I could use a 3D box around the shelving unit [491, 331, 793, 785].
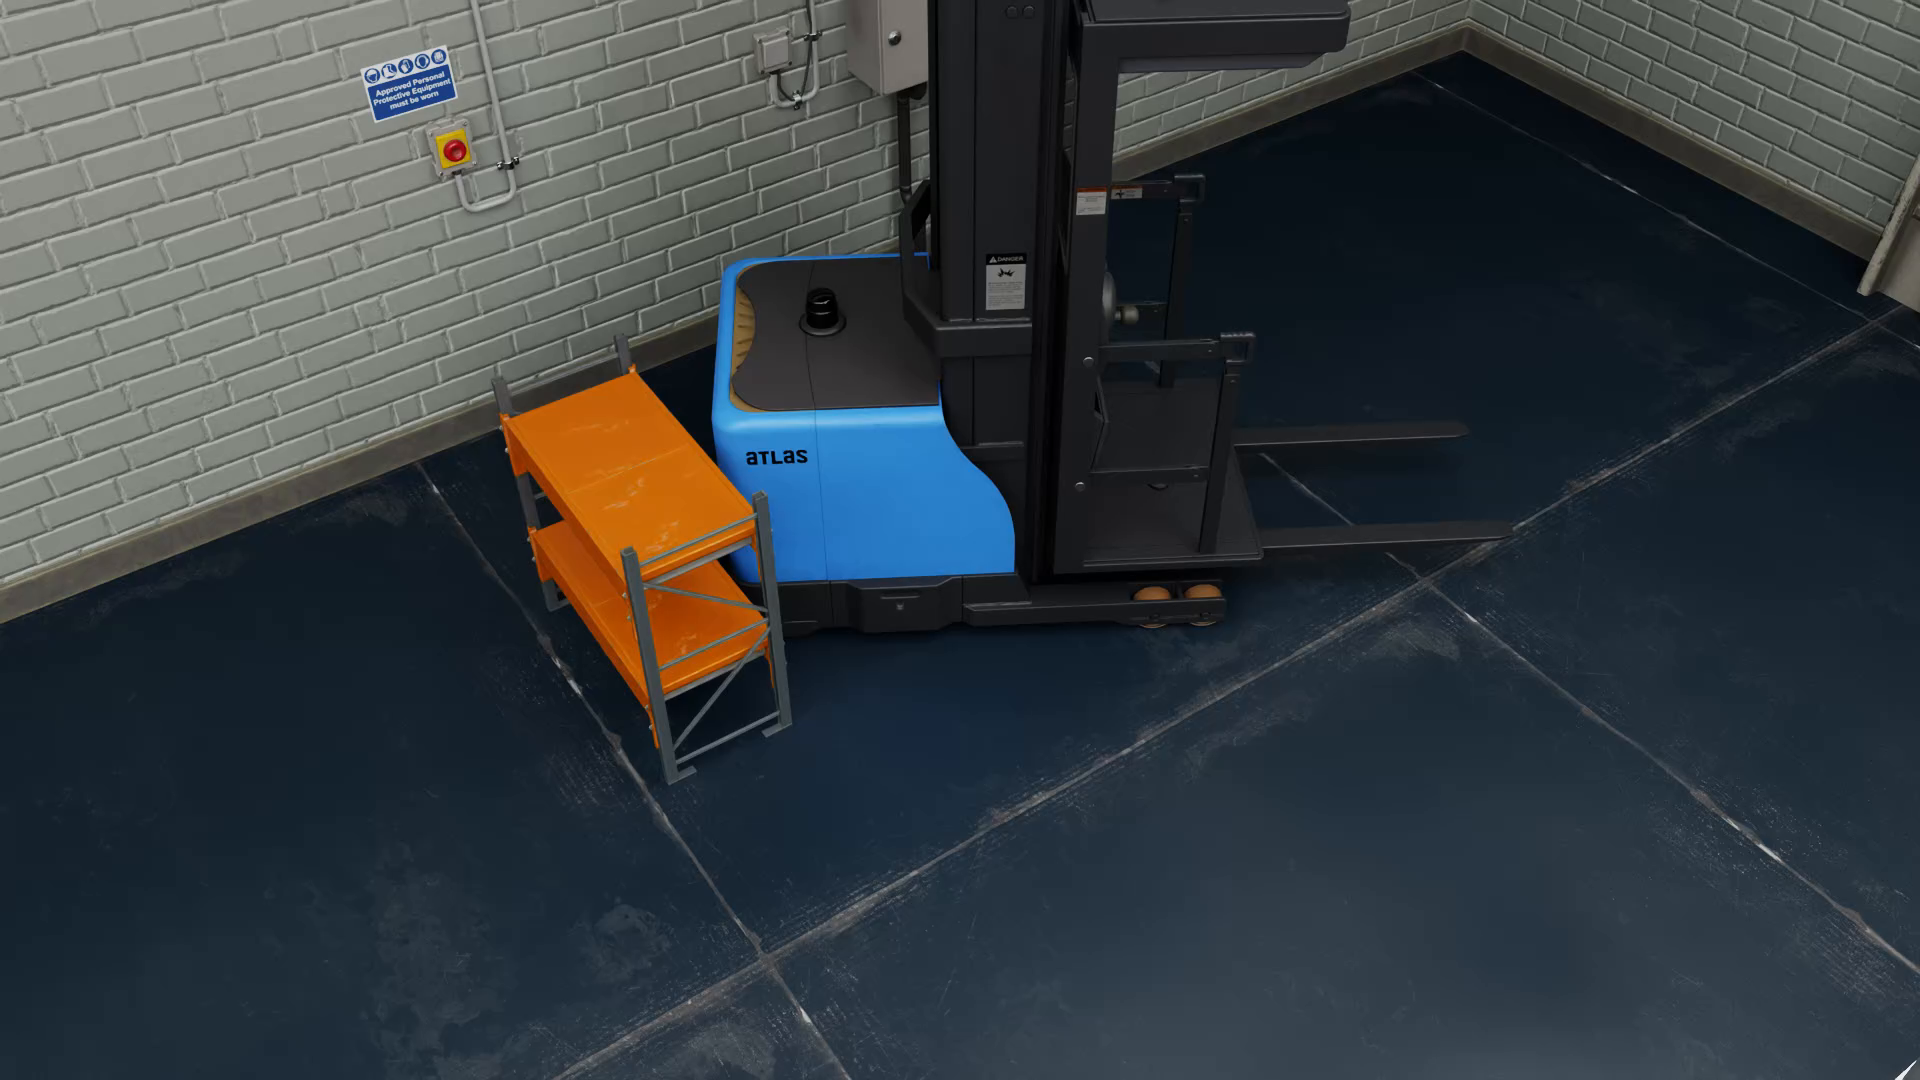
[{"bbox_3d":[-1.109,0.060,5.872,0.538,1.125,1.048,-25,49,-24],"label":"shelving unit"}]

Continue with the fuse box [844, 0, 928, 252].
[{"bbox_3d":[-0.152,-1.854,7.453,0.539,1.711,0.414,-26,49,-24],"label":"fuse box"}]

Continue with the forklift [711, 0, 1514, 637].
[{"bbox_3d":[0.621,-1.087,5.766,3.031,2.935,1.130,-2,44,-3],"label":"forklift"}]

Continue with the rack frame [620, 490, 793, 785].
[{"bbox_3d":[-0.825,0.352,5.567,0.500,1.125,0.032,-25,49,-24],"label":"rack frame"}]

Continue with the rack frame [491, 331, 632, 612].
[{"bbox_3d":[-1.393,-0.231,6.177,0.500,1.125,0.032,-25,49,-24],"label":"rack frame"}]

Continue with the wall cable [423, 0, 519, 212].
[{"bbox_3d":[-1.958,-1.951,5.863,0.585,1.953,0.123,-26,49,-24],"label":"wall cable"}]

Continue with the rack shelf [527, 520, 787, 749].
[{"bbox_3d":[-1.109,0.237,6.041,0.538,0.278,1.000,-25,49,-24],"label":"rack shelf"}]

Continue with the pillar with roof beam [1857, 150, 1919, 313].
[{"bbox_3d":[1.022,-2.704,3.065,9.100,9.000,0.400,-26,49,-24],"label":"pillar with roof beam"}]

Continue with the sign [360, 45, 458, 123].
[{"bbox_3d":[-2.033,-1.686,6.148,0.327,0.218,0.001,-26,49,-24],"label":"sign"}]

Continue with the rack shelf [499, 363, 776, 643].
[{"bbox_3d":[-1.109,-0.151,5.670,0.538,0.278,1.000,-25,49,-24],"label":"rack shelf"}]

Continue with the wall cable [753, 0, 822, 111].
[{"bbox_3d":[-0.801,-2.507,6.468,0.588,1.984,0.122,-26,49,-24],"label":"wall cable"}]
